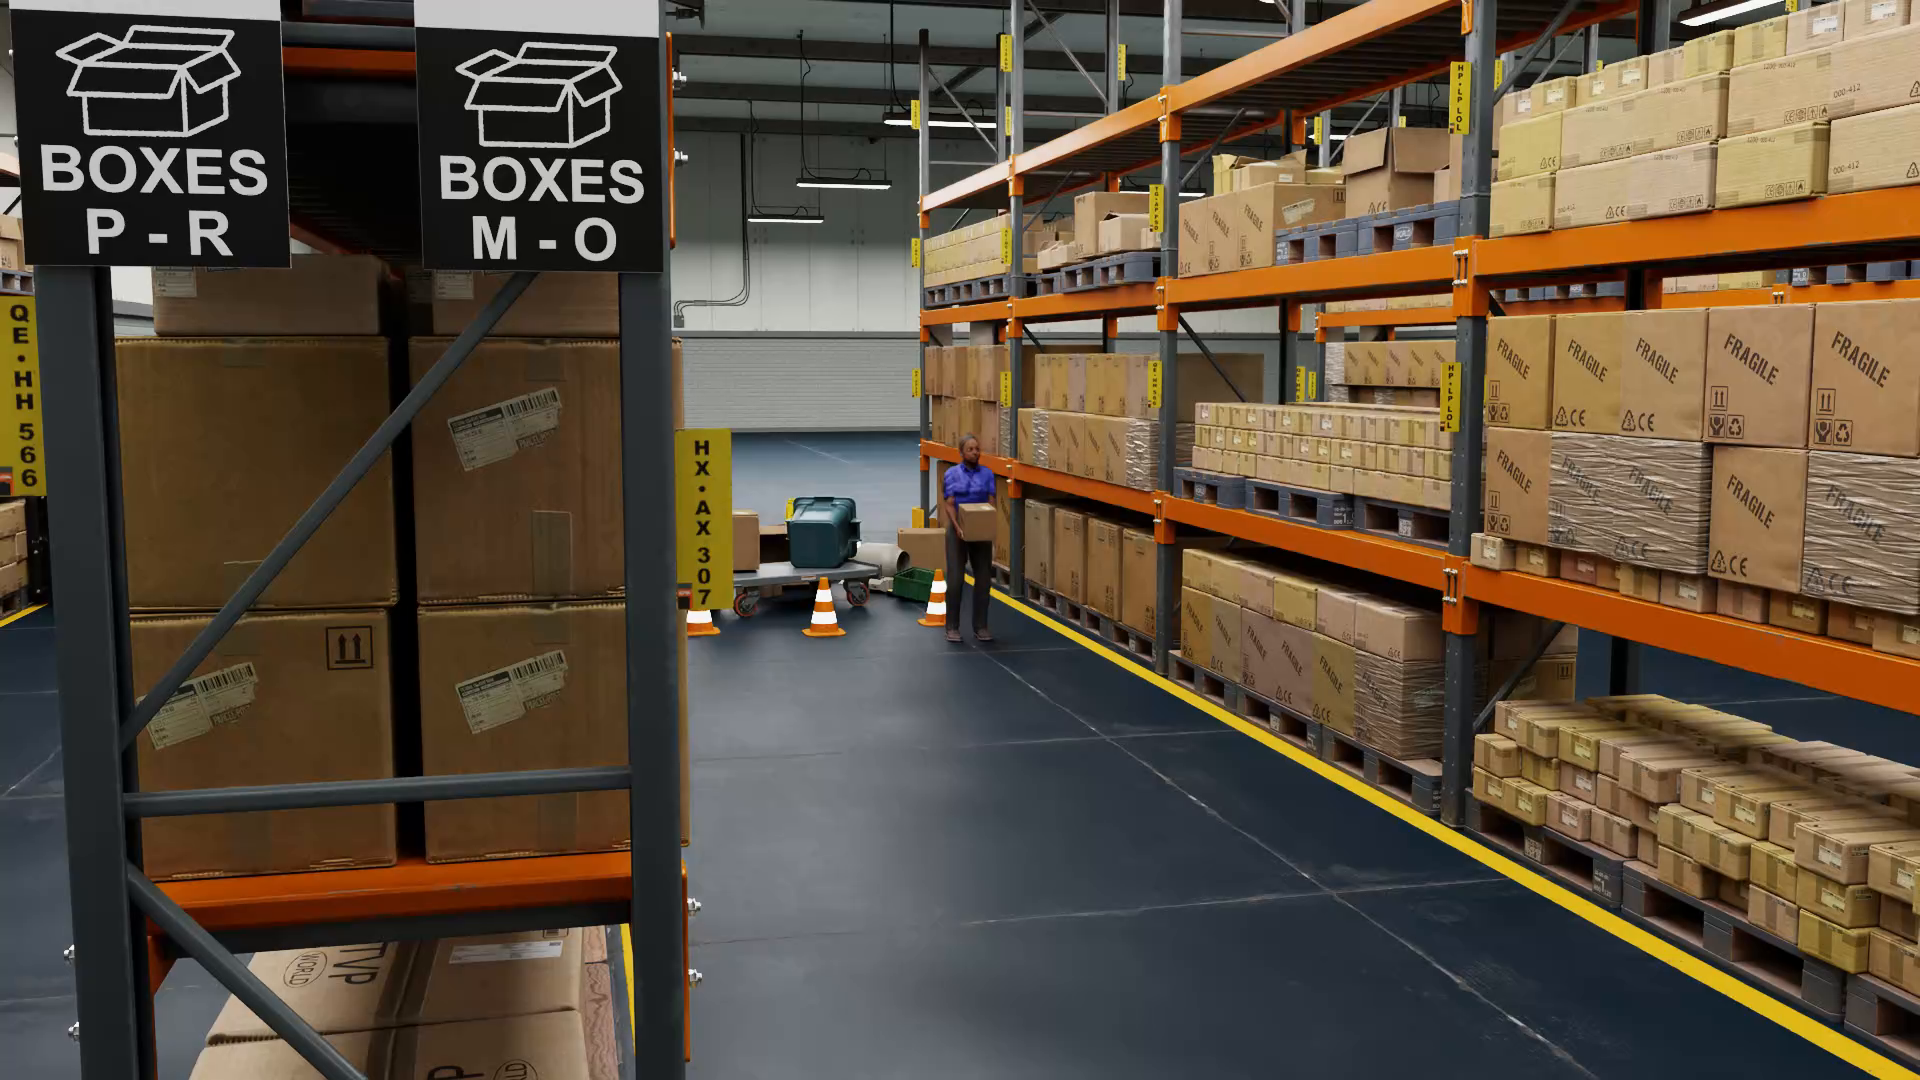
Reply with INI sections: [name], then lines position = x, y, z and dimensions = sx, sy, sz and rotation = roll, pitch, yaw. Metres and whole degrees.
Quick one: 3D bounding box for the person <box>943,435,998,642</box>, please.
[person]
position = 0.094, -0.008, 13.322
dimensions = 0.441, 1.656, 0.499
rotation = -2, 6, -14
